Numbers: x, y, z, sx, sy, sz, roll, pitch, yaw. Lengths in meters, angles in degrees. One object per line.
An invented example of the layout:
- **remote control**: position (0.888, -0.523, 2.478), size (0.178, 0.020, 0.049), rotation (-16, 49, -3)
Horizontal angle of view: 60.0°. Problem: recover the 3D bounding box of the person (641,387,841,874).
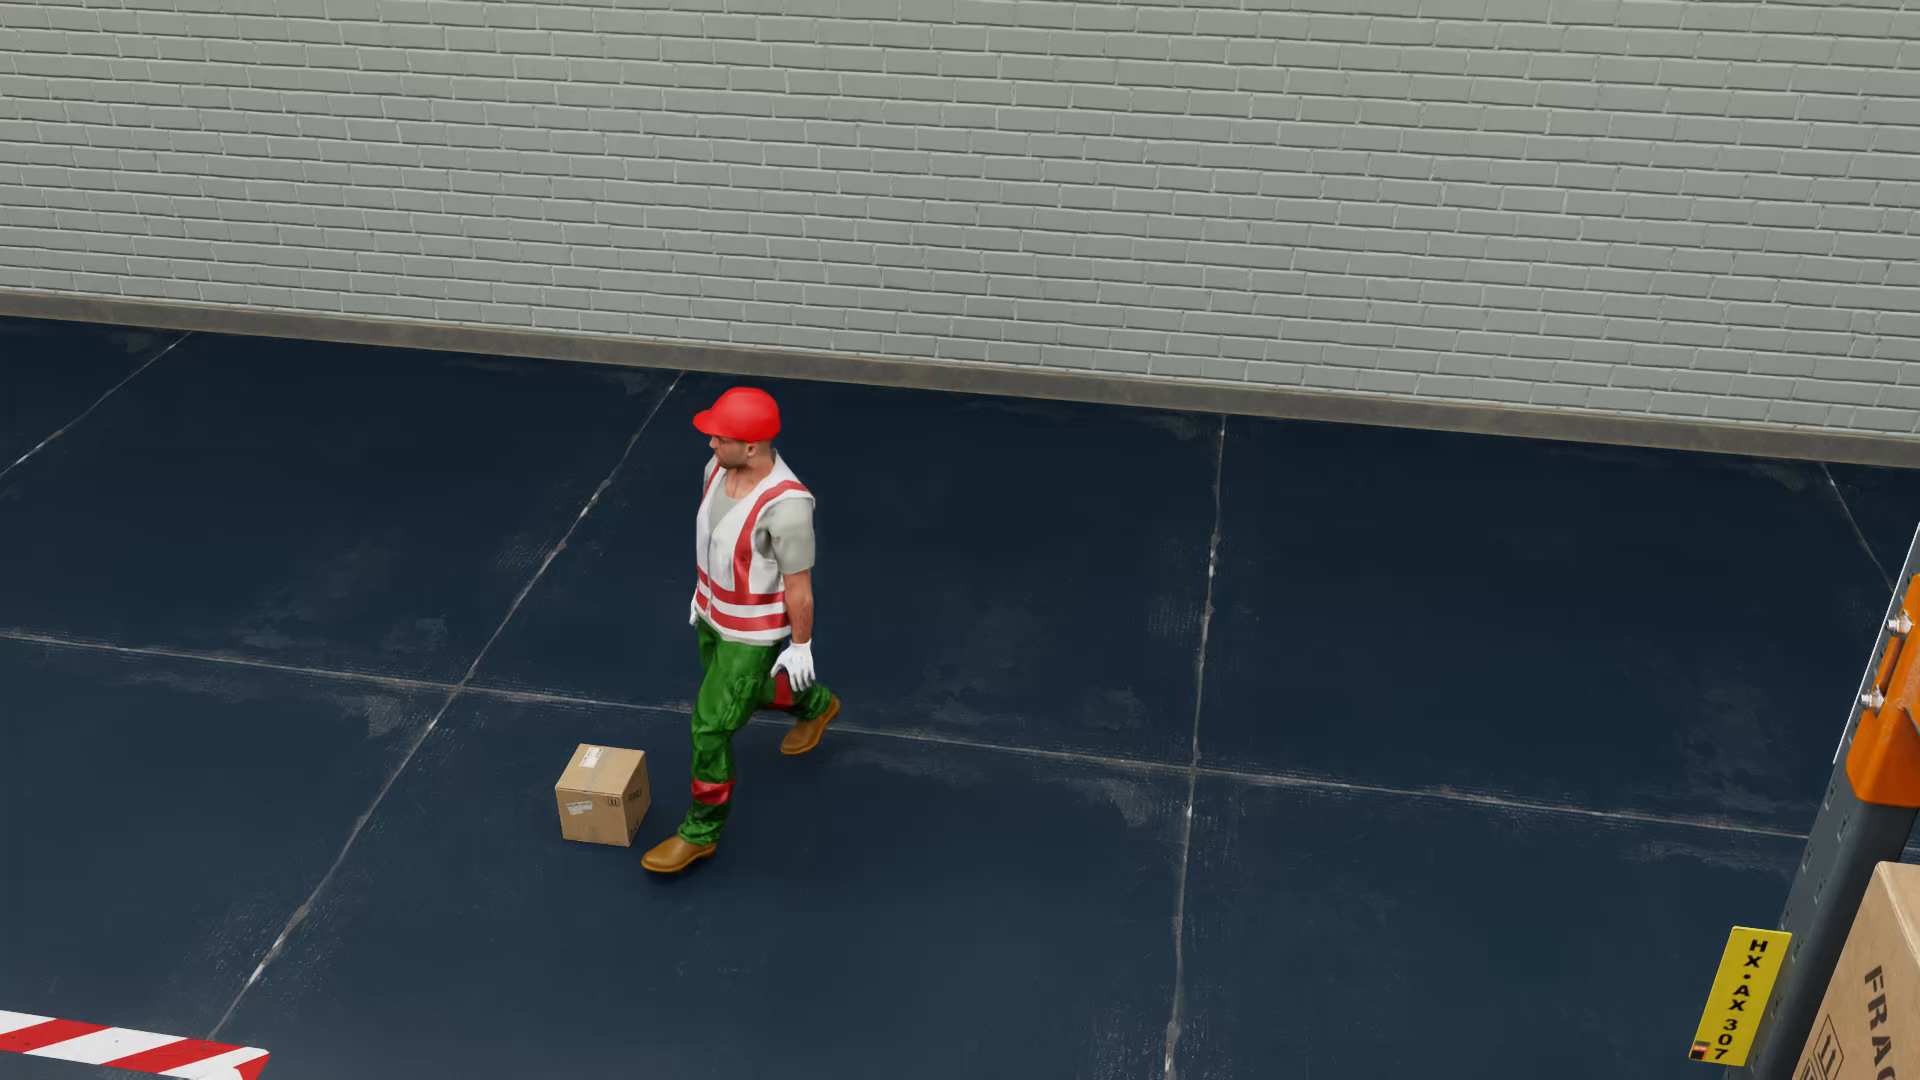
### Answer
- **person**: position (-0.777, 0.272, 5.714), size (0.975, 1.738, 0.573), rotation (-21, 38, -29)
